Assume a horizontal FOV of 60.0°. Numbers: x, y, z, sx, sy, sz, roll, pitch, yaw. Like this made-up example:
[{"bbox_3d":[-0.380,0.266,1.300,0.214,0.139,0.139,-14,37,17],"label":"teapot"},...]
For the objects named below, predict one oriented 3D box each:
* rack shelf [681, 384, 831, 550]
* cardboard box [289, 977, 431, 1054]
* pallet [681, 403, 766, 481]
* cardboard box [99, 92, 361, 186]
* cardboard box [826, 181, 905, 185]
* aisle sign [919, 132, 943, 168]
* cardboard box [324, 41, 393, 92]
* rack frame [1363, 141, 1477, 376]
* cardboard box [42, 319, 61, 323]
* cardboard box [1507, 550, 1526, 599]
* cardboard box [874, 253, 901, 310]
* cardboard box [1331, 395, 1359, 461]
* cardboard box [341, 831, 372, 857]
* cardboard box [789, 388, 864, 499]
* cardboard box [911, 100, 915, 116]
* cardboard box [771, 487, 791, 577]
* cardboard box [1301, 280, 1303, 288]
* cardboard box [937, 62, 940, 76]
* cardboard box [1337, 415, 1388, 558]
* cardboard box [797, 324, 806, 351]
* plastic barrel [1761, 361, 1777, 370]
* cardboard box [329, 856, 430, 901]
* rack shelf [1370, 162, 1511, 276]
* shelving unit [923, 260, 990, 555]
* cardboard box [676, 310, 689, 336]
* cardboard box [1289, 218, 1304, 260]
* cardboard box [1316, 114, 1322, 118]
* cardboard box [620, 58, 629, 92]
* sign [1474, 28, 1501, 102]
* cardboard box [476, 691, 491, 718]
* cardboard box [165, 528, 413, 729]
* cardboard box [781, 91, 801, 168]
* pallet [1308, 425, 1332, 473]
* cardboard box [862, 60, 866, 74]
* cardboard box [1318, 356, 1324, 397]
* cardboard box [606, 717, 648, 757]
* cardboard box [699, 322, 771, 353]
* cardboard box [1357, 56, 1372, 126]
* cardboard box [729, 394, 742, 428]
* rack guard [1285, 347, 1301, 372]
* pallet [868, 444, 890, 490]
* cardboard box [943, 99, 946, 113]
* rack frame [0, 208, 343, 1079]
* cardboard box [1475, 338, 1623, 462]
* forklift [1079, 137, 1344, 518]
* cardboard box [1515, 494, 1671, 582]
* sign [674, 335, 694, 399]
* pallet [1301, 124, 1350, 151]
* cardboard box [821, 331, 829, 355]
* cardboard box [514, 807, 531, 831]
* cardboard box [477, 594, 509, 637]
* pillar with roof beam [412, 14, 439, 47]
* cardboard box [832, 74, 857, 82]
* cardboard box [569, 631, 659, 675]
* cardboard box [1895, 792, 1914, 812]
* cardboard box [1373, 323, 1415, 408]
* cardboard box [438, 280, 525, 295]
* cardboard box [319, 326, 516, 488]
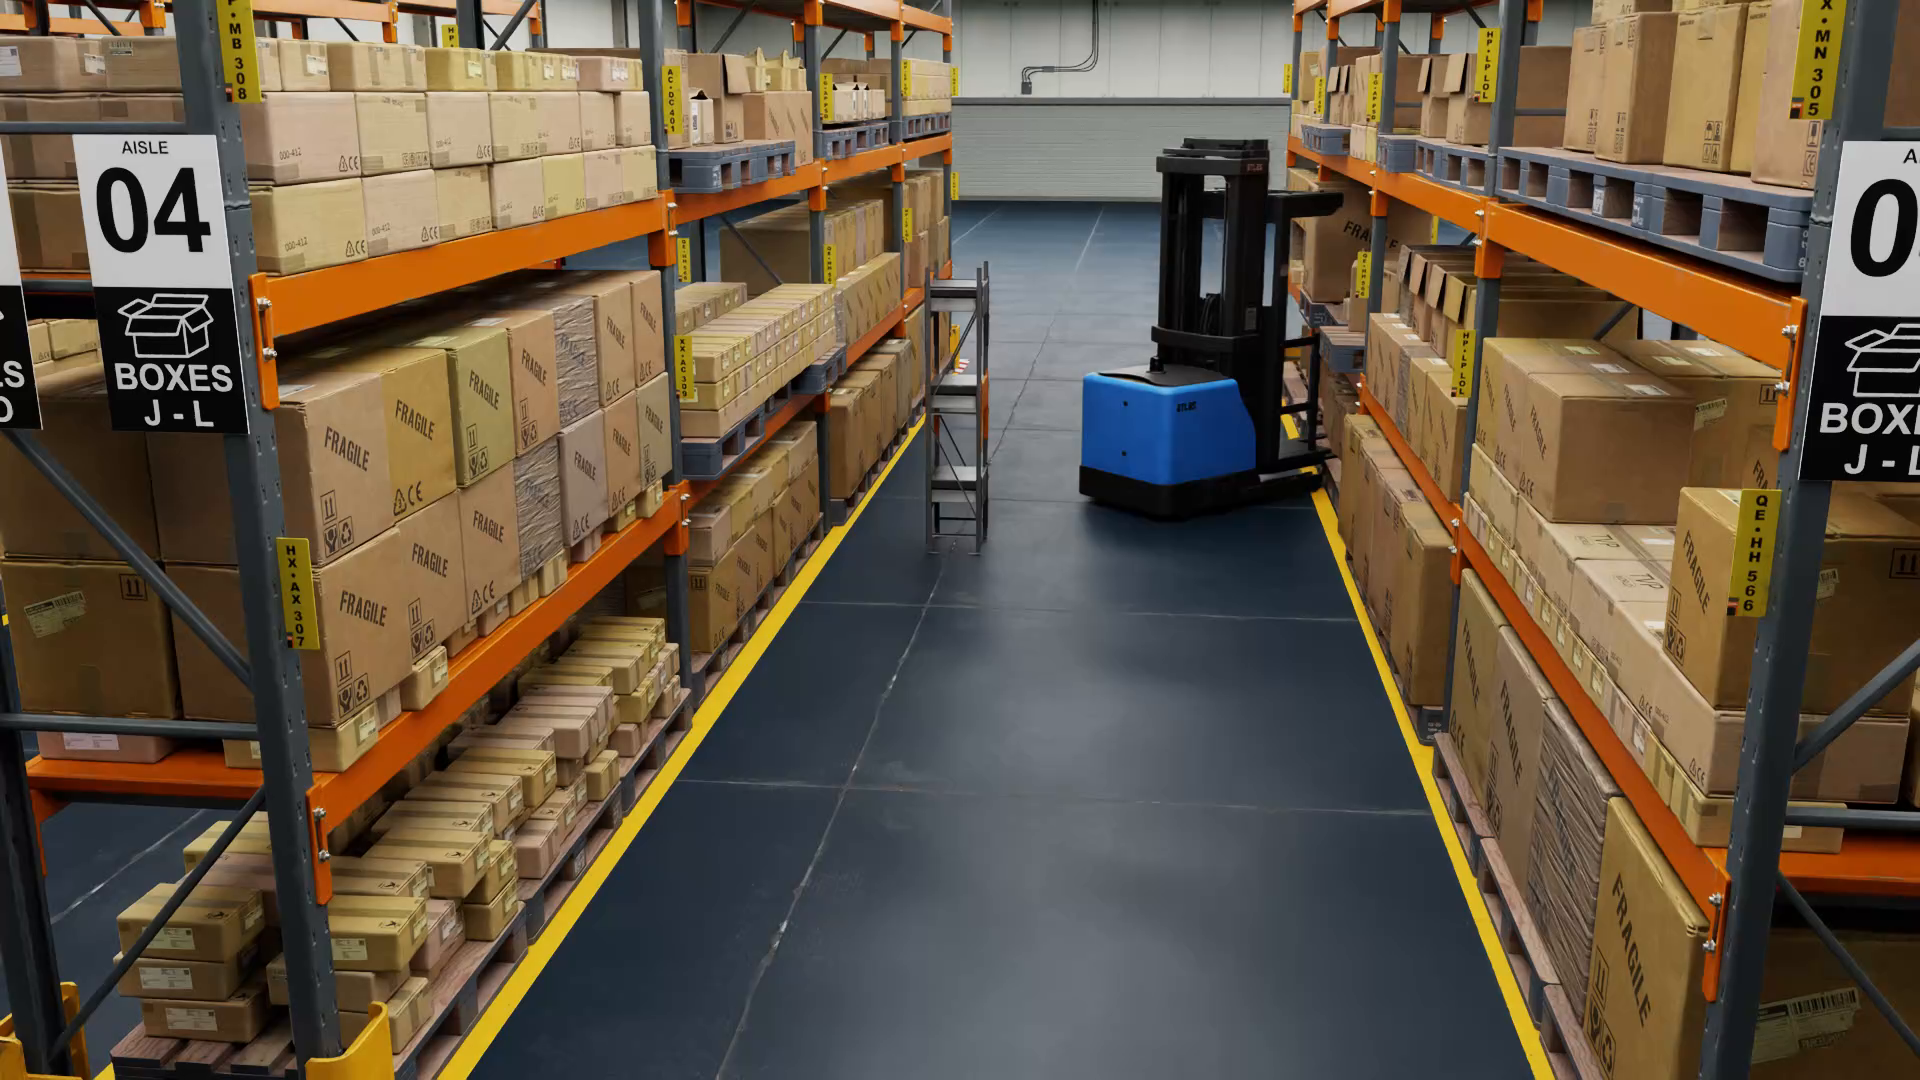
[{"bbox_3d":[-1.734,-0.654,10.713,1.077,0.370,4.000,2,15,6],"label":"rack shelf"},{"bbox_3d":[-2.033,1.602,5.649,0.380,0.149,0.250,2,15,7],"label":"cardboard box"},{"bbox_3d":[-1.729,-0.584,9.443,1.003,0.211,1.213,2,15,6],"label":"pallet"},{"bbox_3d":[-2.102,-1.171,4.829,0.500,0.250,0.500,2,15,7],"label":"cardboard box"},{"bbox_3d":[-1.034,-3.392,17.104,0.875,0.550,0.550,2,15,6],"label":"cardboard box"},{"bbox_3d":[-0.299,-4.860,19.907,0.394,0.787,0.004,2,15,6],"label":"aisle sign"},{"bbox_3d":[-1.998,-1.466,5.156,0.380,0.149,0.250,2,15,6],"label":"cardboard box"},{"bbox_3d":[3.409,-1.348,11.900,1.000,3.000,0.127,2,15,6],"label":"rack frame"},{"bbox_3d":[-6.349,-1.767,11.343,0.500,0.500,0.500,2,15,6],"label":"cardboard box"},{"bbox_3d":[2.478,0.149,6.847,0.380,0.149,0.250,1,15,5],"label":"cardboard box"},{"bbox_3d":[-0.850,-2.463,15.832,0.500,0.500,0.500,2,15,6],"label":"cardboard box"},{"bbox_3d":[3.634,-0.964,14.427,0.700,0.500,0.500,0,15,1],"label":"cardboard box"},{"bbox_3d":[-2.445,1.238,6.425,0.380,0.149,0.250,2,15,6],"label":"cardboard box"},{"bbox_3d":[-1.350,-0.792,13.351,1.050,0.750,0.750,1,15,5],"label":"cardboard box"},{"bbox_3d":[-0.651,-4.287,16.509,0.380,0.149,0.250,2,15,6],"label":"cardboard box"},{"bbox_3d":[-1.428,-0.066,11.143,0.500,0.500,0.500,1,15,4],"label":"cardboard box"},{"bbox_3d":[3.635,-2.524,16.732,0.380,0.149,0.250,2,15,6],"label":"cardboard box"},{"bbox_3d":[-0.422,-5.197,18.347,0.380,0.149,0.250,2,15,6],"label":"cardboard box"},{"bbox_3d":[3.310,-0.347,11.463,1.225,0.875,0.875,1,15,4],"label":"cardboard box"},{"bbox_3d":[-1.226,-1.337,10.966,0.380,0.149,0.250,2,15,6],"label":"cardboard box"},{"bbox_3d":[9.235,-2.106,18.665,0.421,0.512,0.421,0,15,0],"label":"plastic barrel"},{"bbox_3d":[-2.102,1.240,5.847,0.380,0.149,0.250,2,15,7],"label":"cardboard box"},{"bbox_3d":[3.183,-1.930,9.684,1.077,0.370,4.000,2,15,6],"label":"rack shelf"},{"bbox_3d":[-0.019,-0.971,12.229,0.431,2.100,0.503,2,15,6],"label":"shelving unit"},{"bbox_3d":[-1.931,-1.369,10.516,0.380,0.149,0.250,1,15,5],"label":"cardboard box"},{"bbox_3d":[4.222,-3.473,18.997,0.875,0.500,0.500,2,15,6],"label":"cardboard box"},{"bbox_3d":[3.673,-4.180,16.153,0.380,0.149,0.250,1,15,3],"label":"cardboard box"},{"bbox_3d":[-1.743,-2.134,7.627,0.380,0.149,0.250,2,15,8],"label":"cardboard box"},{"bbox_3d":[2.417,-2.173,7.613,0.100,0.325,0.005,2,15,6],"label":"sign"},{"bbox_3d":[-2.390,0.755,7.639,0.380,0.149,0.250,2,15,7],"label":"cardboard box"},{"bbox_3d":[-2.086,0.254,5.213,0.500,0.500,0.500,2,15,9],"label":"cardboard box"},{"bbox_3d":[-1.363,-2.731,11.077,0.500,0.500,0.500,2,15,6],"label":"cardboard box"},{"bbox_3d":[3.774,-0.837,15.354,1.003,0.211,1.213,2,15,6],"label":"pallet"},{"bbox_3d":[-1.189,-4.952,17.440,0.380,0.149,0.250,2,15,6],"label":"cardboard box"},{"bbox_3d":[3.994,-1.796,17.542,0.500,0.500,0.500,0,15,1],"label":"cardboard box"},{"bbox_3d":[-1.743,0.938,8.104,0.380,0.149,0.250,1,15,4],"label":"cardboard box"},{"bbox_3d":[-1.342,-1.210,9.927,0.380,0.149,0.250,2,15,6],"label":"cardboard box"},{"bbox_3d":[3.261,-3.350,12.408,0.500,0.500,0.500,2,15,6],"label":"cardboard box"},{"bbox_3d":[-1.432,-0.725,9.273,0.380,0.149,0.250,2,15,7],"label":"cardboard box"},{"bbox_3d":[4.303,-2.196,19.827,1.175,0.500,0.348,2,15,6],"label":"rack guard"},{"bbox_3d":[-1.204,-0.692,14.817,1.003,0.211,1.213,2,15,6],"label":"pallet"},{"bbox_3d":[-0.364,-4.945,18.941,0.380,0.149,0.250,2,15,7],"label":"cardboard box"},{"bbox_3d":[-2.411,0.555,4.864,1.000,3.000,0.127,2,15,6],"label":"rack frame"},{"bbox_3d":[2.649,-0.627,7.515,0.500,0.500,0.500,2,15,6],"label":"cardboard box"},{"bbox_3d":[2.462,-1.881,14.004,3.031,2.935,1.130,-12,19,-37],"label":"forklift"},{"bbox_3d":[2.530,-0.004,6.648,0.500,0.250,0.500,2,15,8],"label":"cardboard box"},{"bbox_3d":[-1.419,-0.887,8.536,0.100,0.325,0.005,2,15,6],"label":"sign"},{"bbox_3d":[3.685,-3.586,14.790,1.213,0.211,1.003,2,15,6],"label":"pallet"},{"bbox_3d":[-1.137,-1.396,11.754,0.380,0.149,0.250,2,15,6],"label":"cardboard box"},{"bbox_3d":[-2.008,1.114,6.882,0.380,0.149,0.250,2,15,9],"label":"cardboard box"},{"bbox_3d":[-1.973,0.262,6.428,0.380,0.149,0.250,1,15,5],"label":"cardboard box"},{"bbox_3d":[-5.810,-9.587,30.879,9.100,9.000,0.400,2,15,6],"label":"pillar with roof beam"},{"bbox_3d":[-1.256,-4.463,16.396,0.500,0.250,0.500,2,15,6],"label":"cardboard box"},{"bbox_3d":[-1.730,0.571,8.322,0.380,0.149,0.250,2,15,7],"label":"cardboard box"},{"bbox_3d":[2.902,0.699,4.811,0.380,0.149,0.250,1,15,5],"label":"cardboard box"},{"bbox_3d":[3.028,-1.144,10.956,0.500,0.500,0.500,1,15,5],"label":"cardboard box"},{"bbox_3d":[-2.296,-0.913,7.614,0.500,0.500,0.500,1,15,5],"label":"cardboard box"},{"bbox_3d":[-1.965,-0.494,6.065,0.500,0.500,0.500,1,15,5],"label":"cardboard box"}]
